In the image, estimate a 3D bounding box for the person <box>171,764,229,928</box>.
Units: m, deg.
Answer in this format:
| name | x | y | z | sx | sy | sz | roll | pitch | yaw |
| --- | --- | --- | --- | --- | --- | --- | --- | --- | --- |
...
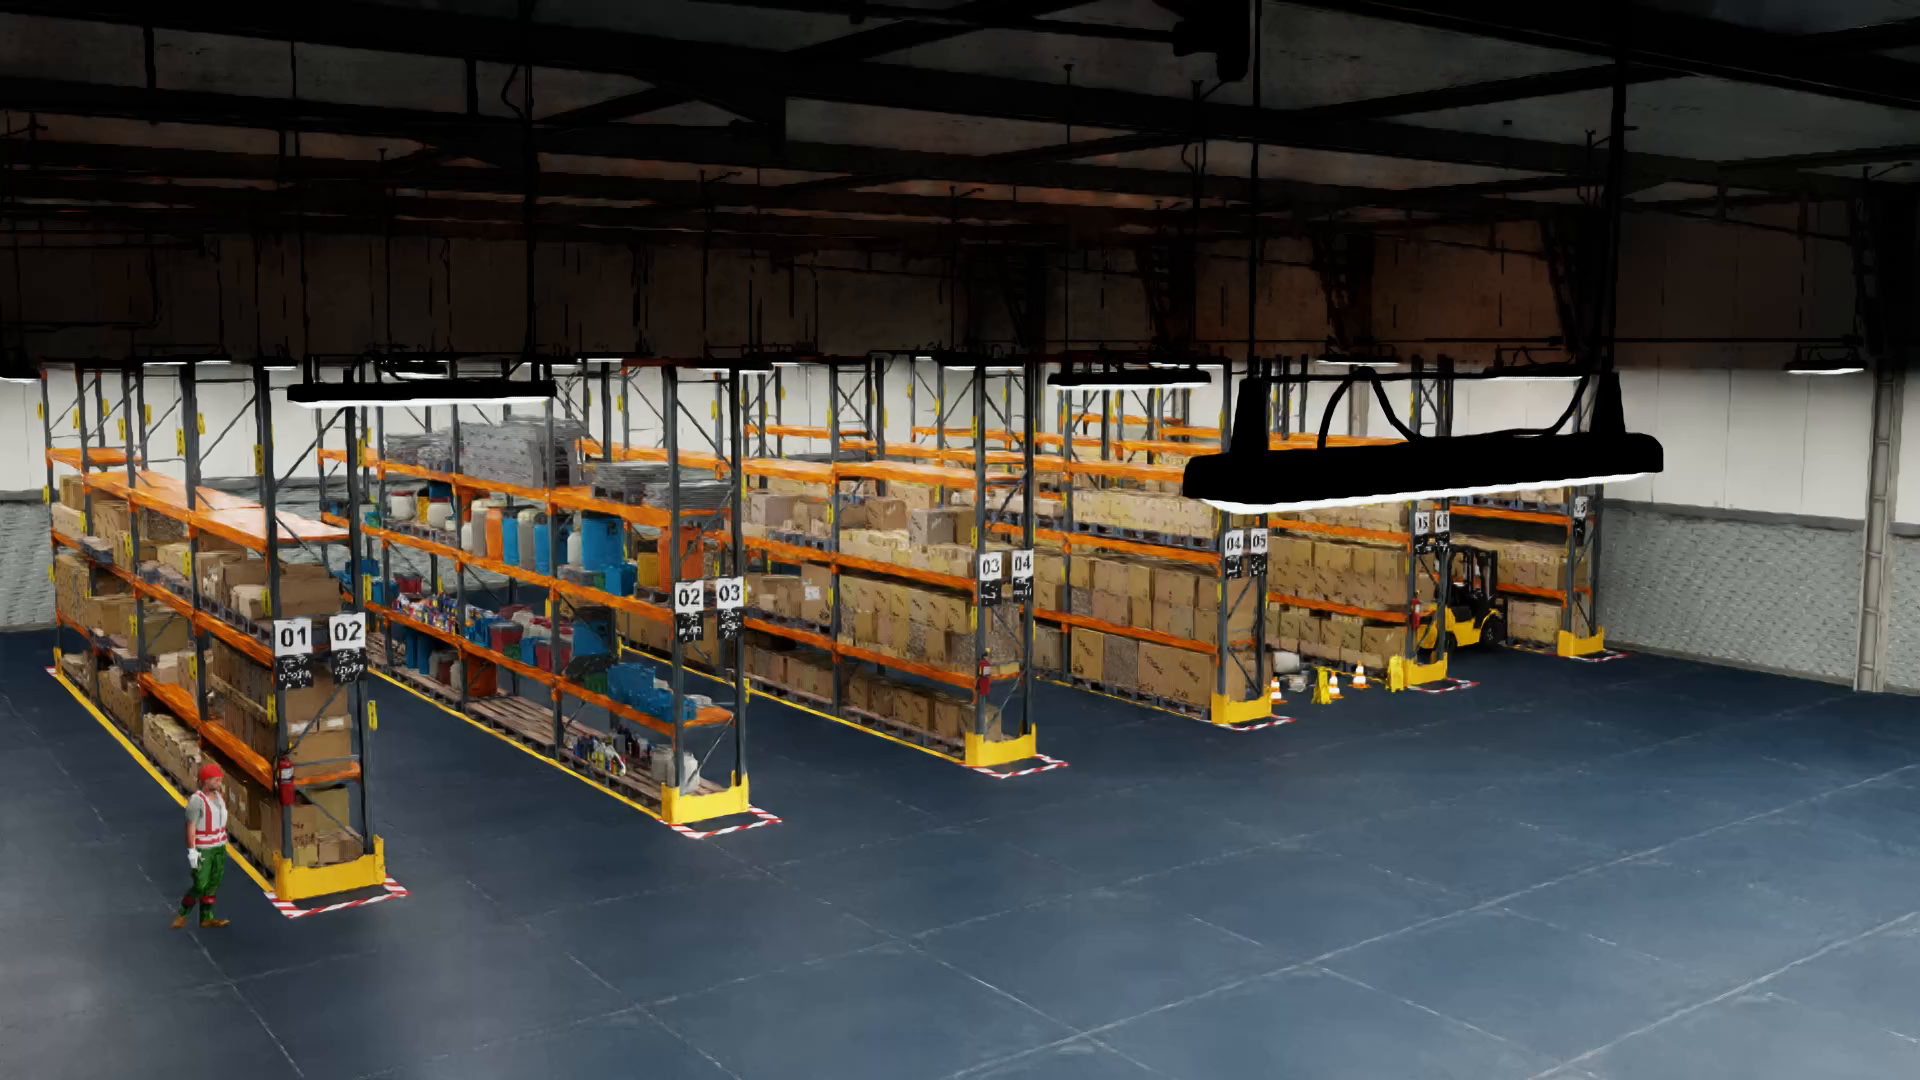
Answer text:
| name | x | y | z | sx | sy | sz | roll | pitch | yaw |
| --- | --- | --- | --- | --- | --- | --- | --- | --- | --- |
| person | -8.159 | 3.303 | 17.877 | 0.493 | 1.781 | 0.676 | 2 | 7 | 14 |
